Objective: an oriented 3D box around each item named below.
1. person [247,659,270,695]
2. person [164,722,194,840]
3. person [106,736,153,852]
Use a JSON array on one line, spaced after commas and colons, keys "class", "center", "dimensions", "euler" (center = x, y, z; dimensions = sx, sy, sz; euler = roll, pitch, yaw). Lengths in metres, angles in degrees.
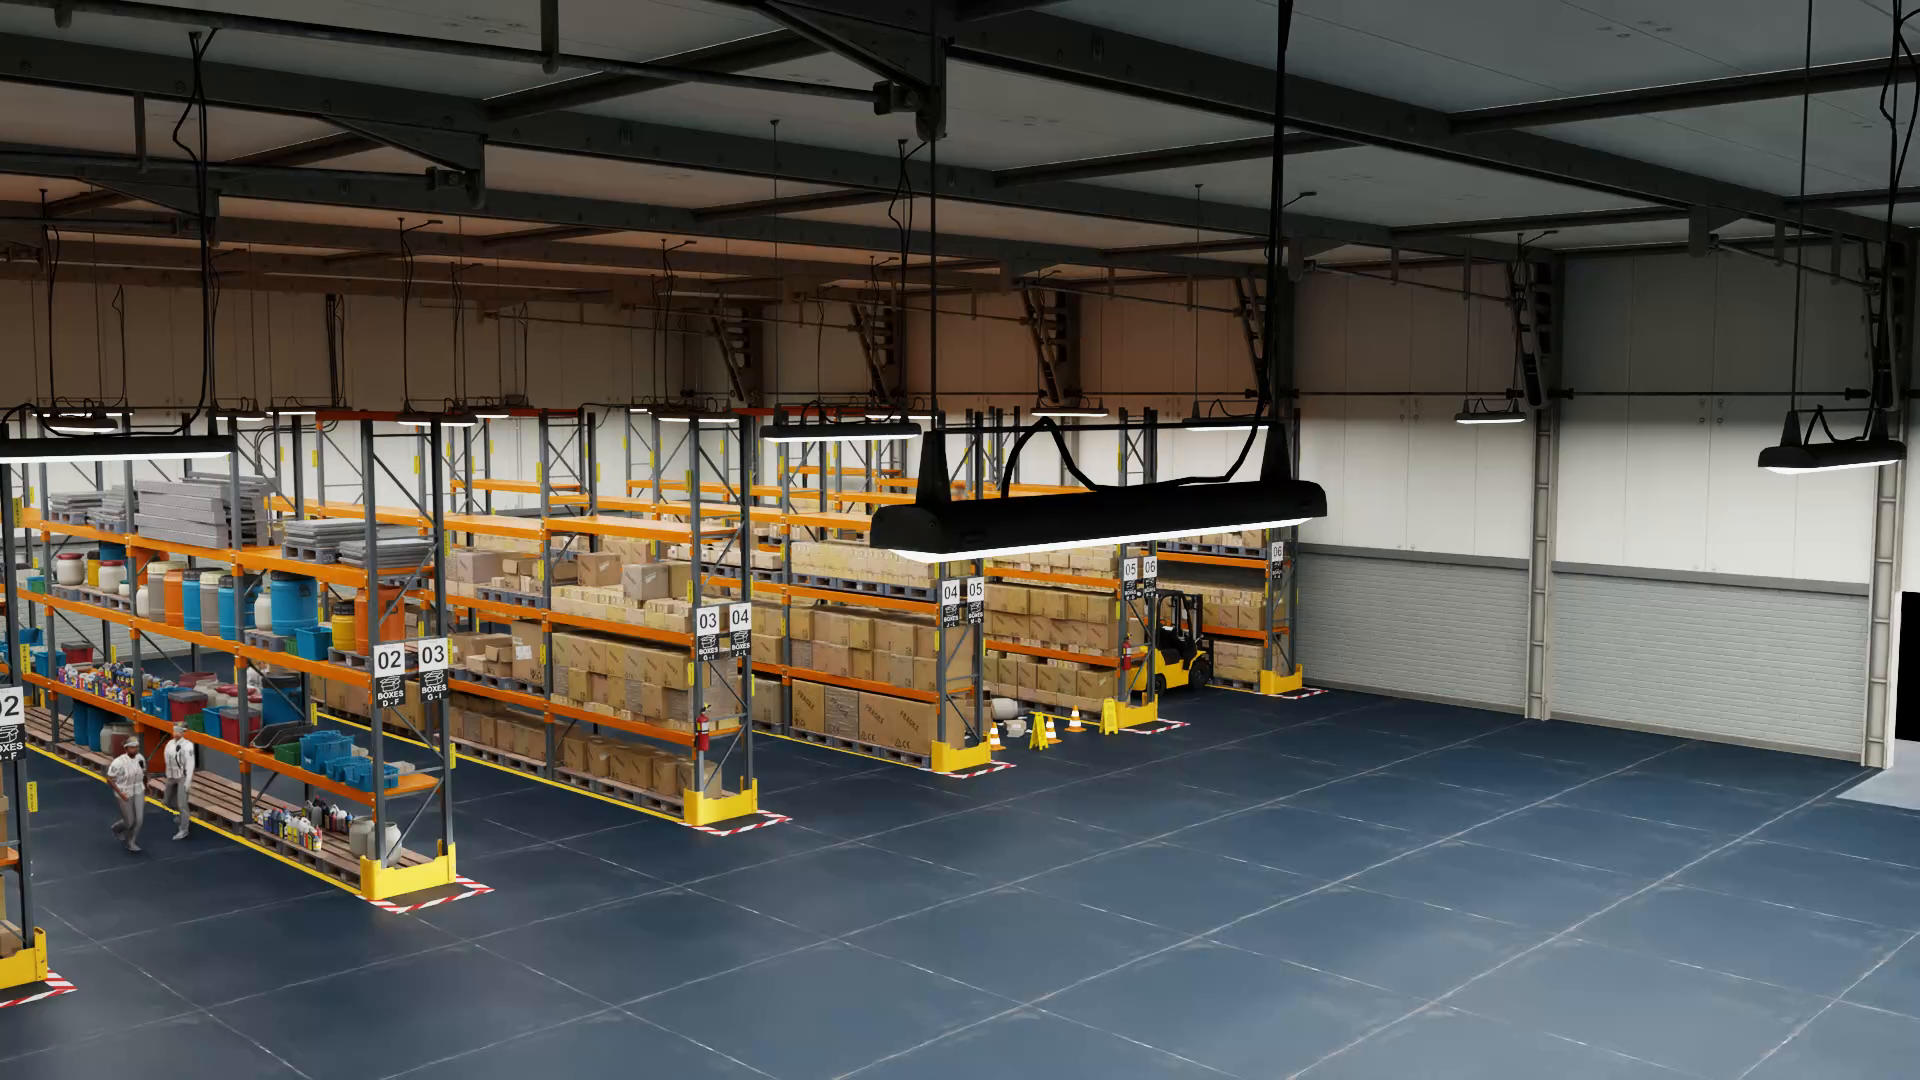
[{"class": "person", "center": [-12.904, 2.867, 30.352], "dimensions": [0.982, 1.631, 0.647], "euler": [3, 6, 32]}, {"class": "person", "center": [-11.155, 3.395, 23.812], "dimensions": [0.675, 1.681, 0.579], "euler": [2, 5, 20]}, {"class": "person", "center": [-11.500, 3.493, 22.982], "dimensions": [0.597, 1.621, 0.572], "euler": [4, 6, 36]}]
